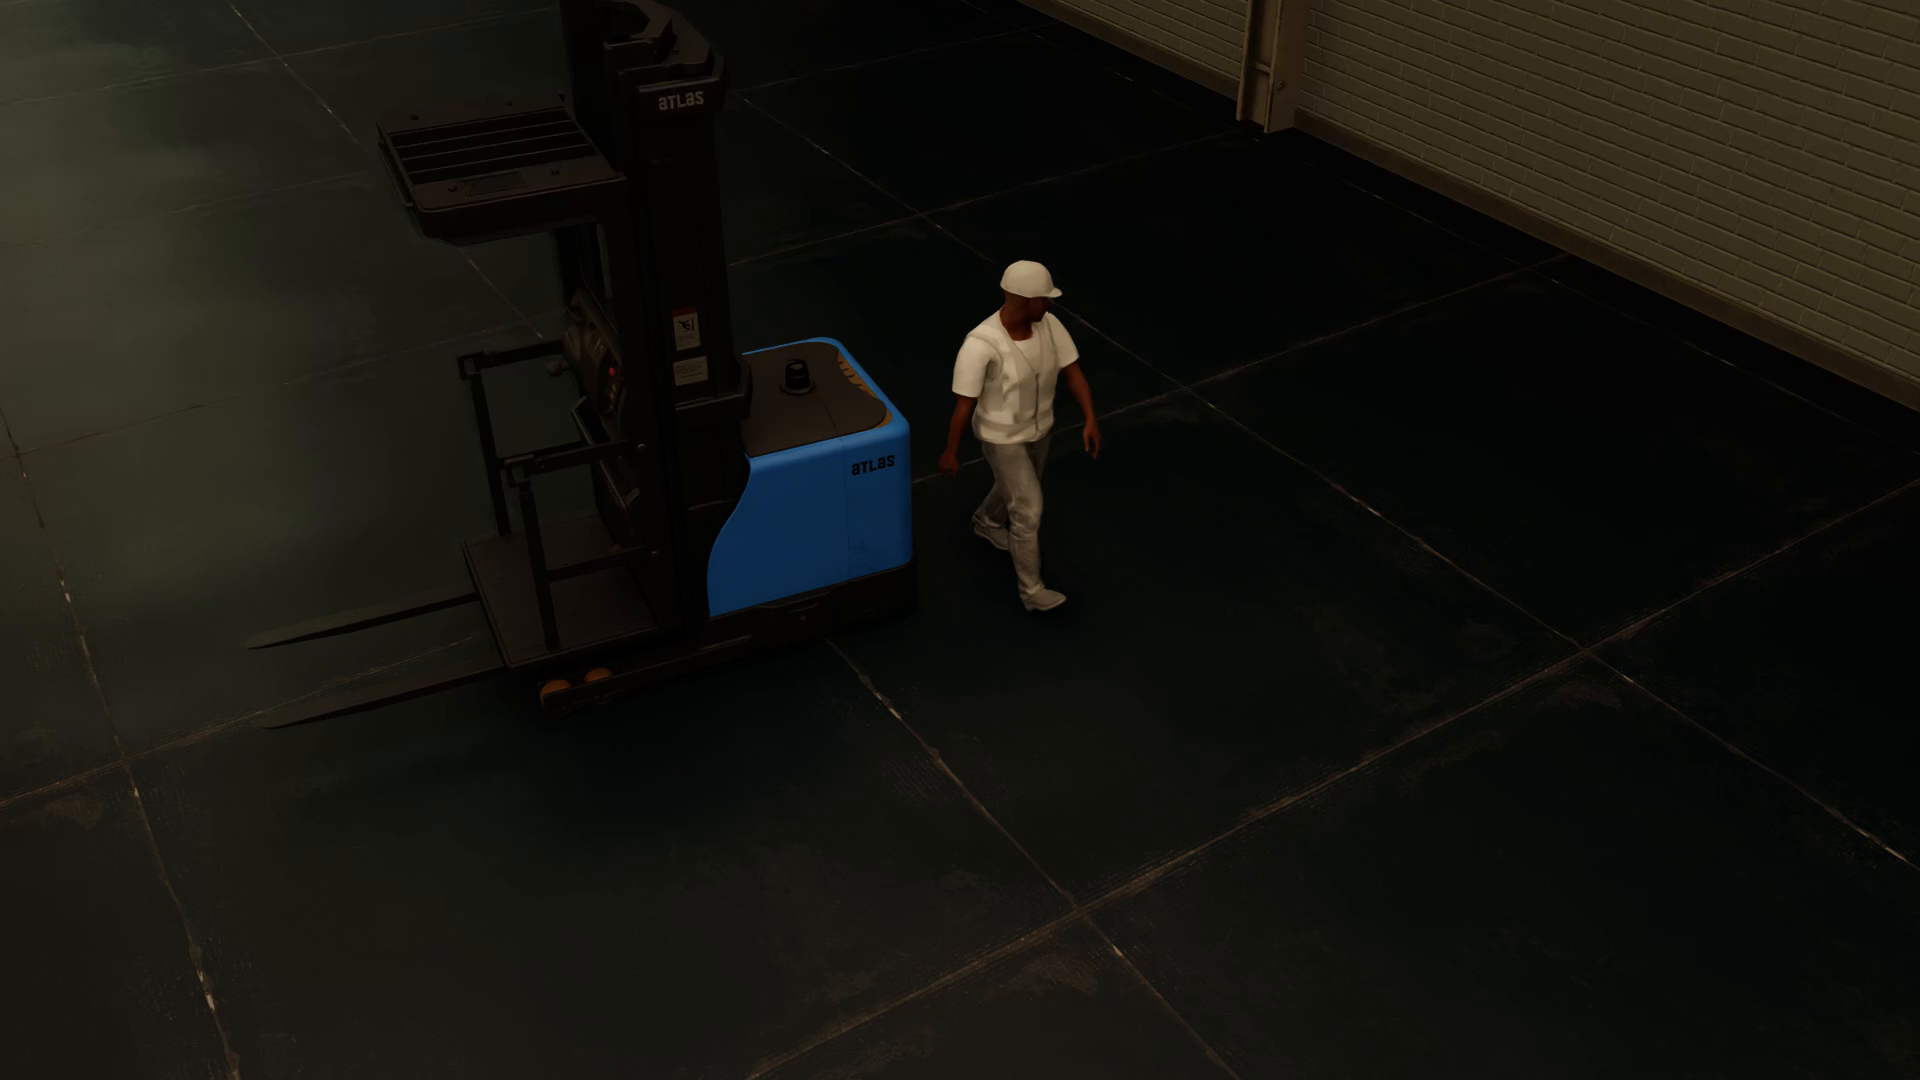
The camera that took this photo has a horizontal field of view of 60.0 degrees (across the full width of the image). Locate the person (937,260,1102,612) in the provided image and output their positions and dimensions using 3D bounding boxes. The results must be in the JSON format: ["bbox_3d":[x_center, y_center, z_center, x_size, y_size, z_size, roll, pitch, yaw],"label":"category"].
[{"bbox_3d":[0.283,-0.496,7.944,0.880,1.718,0.725,28,44,34],"label":"person"}]

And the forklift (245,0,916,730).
[{"bbox_3d":[-1.774,-0.745,7.209,3.031,2.935,1.130,-15,38,-20],"label":"forklift"}]
